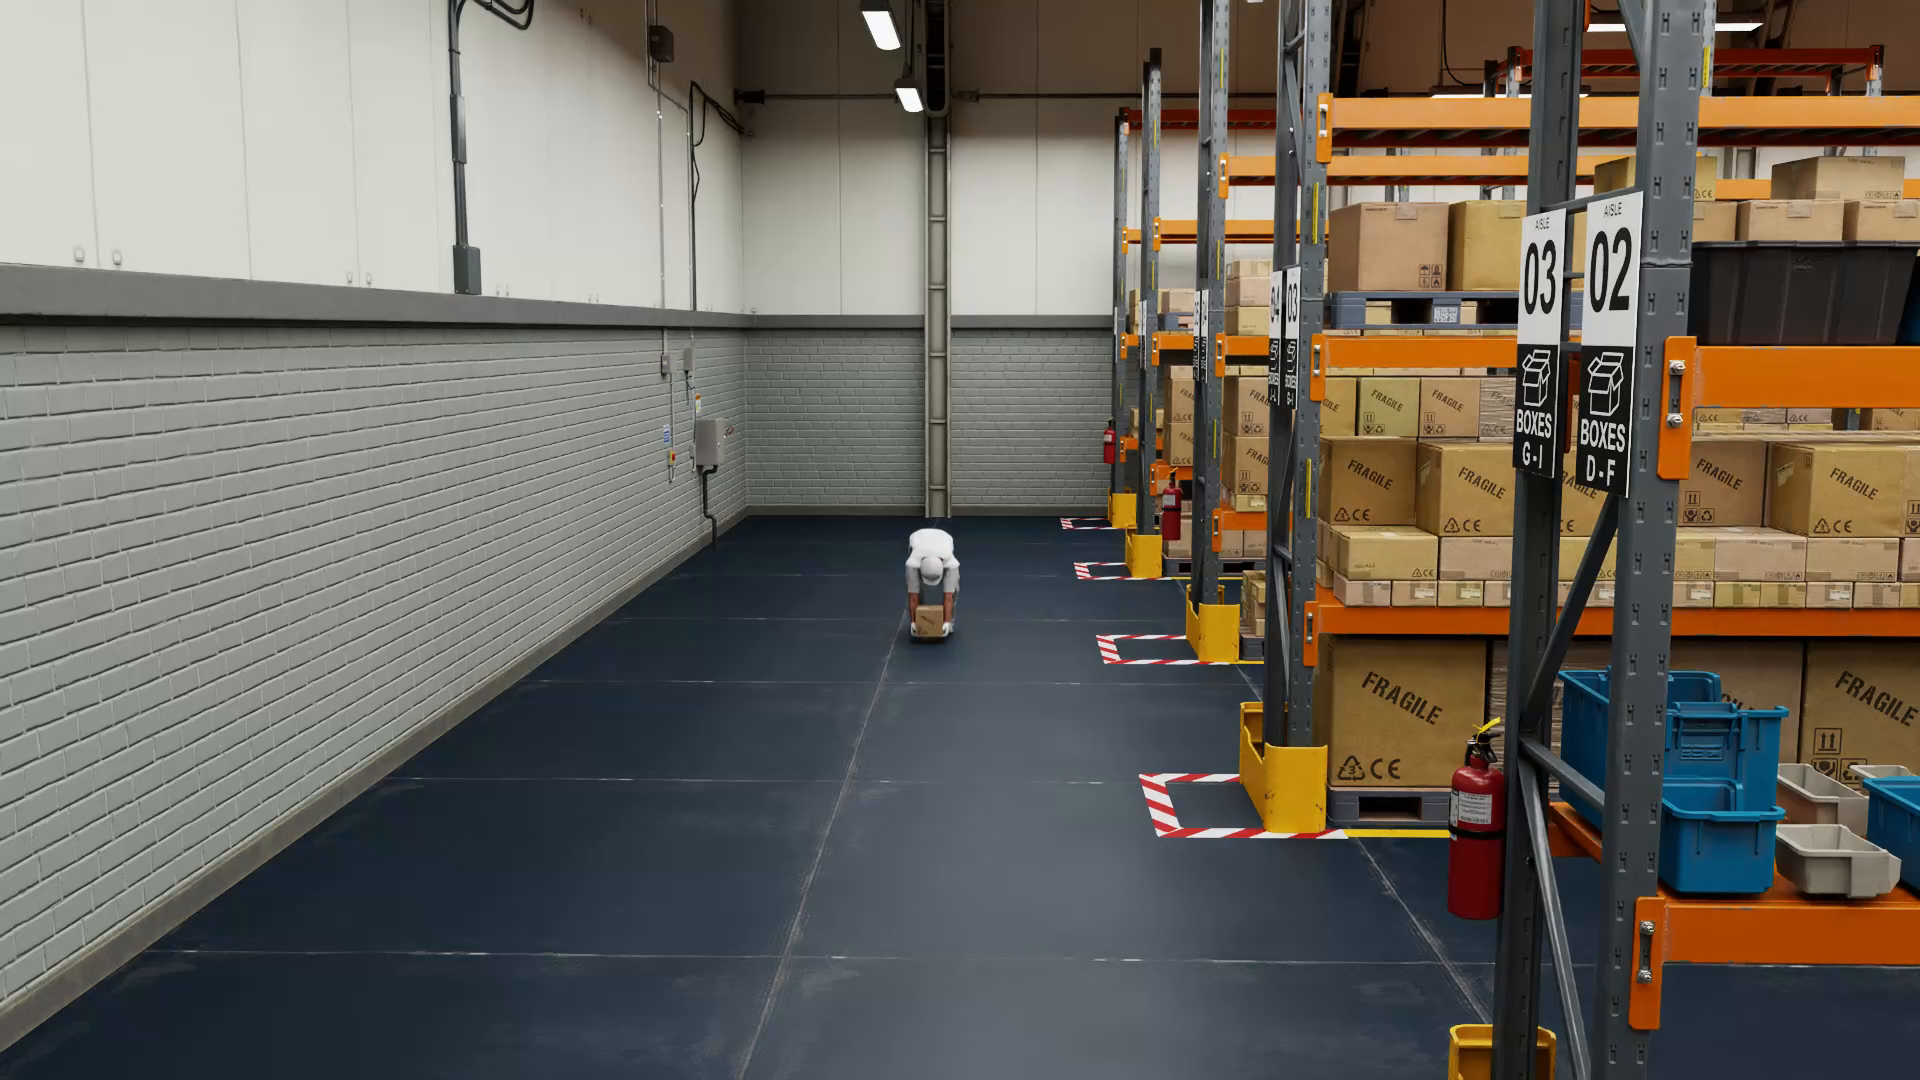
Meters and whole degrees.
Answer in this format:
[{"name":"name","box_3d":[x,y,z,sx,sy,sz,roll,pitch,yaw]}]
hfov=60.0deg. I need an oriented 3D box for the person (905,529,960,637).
[{"name":"person","box_3d":[-0.258,0.411,15.585,0.516,0.987,0.981,0,7,-2]}]
